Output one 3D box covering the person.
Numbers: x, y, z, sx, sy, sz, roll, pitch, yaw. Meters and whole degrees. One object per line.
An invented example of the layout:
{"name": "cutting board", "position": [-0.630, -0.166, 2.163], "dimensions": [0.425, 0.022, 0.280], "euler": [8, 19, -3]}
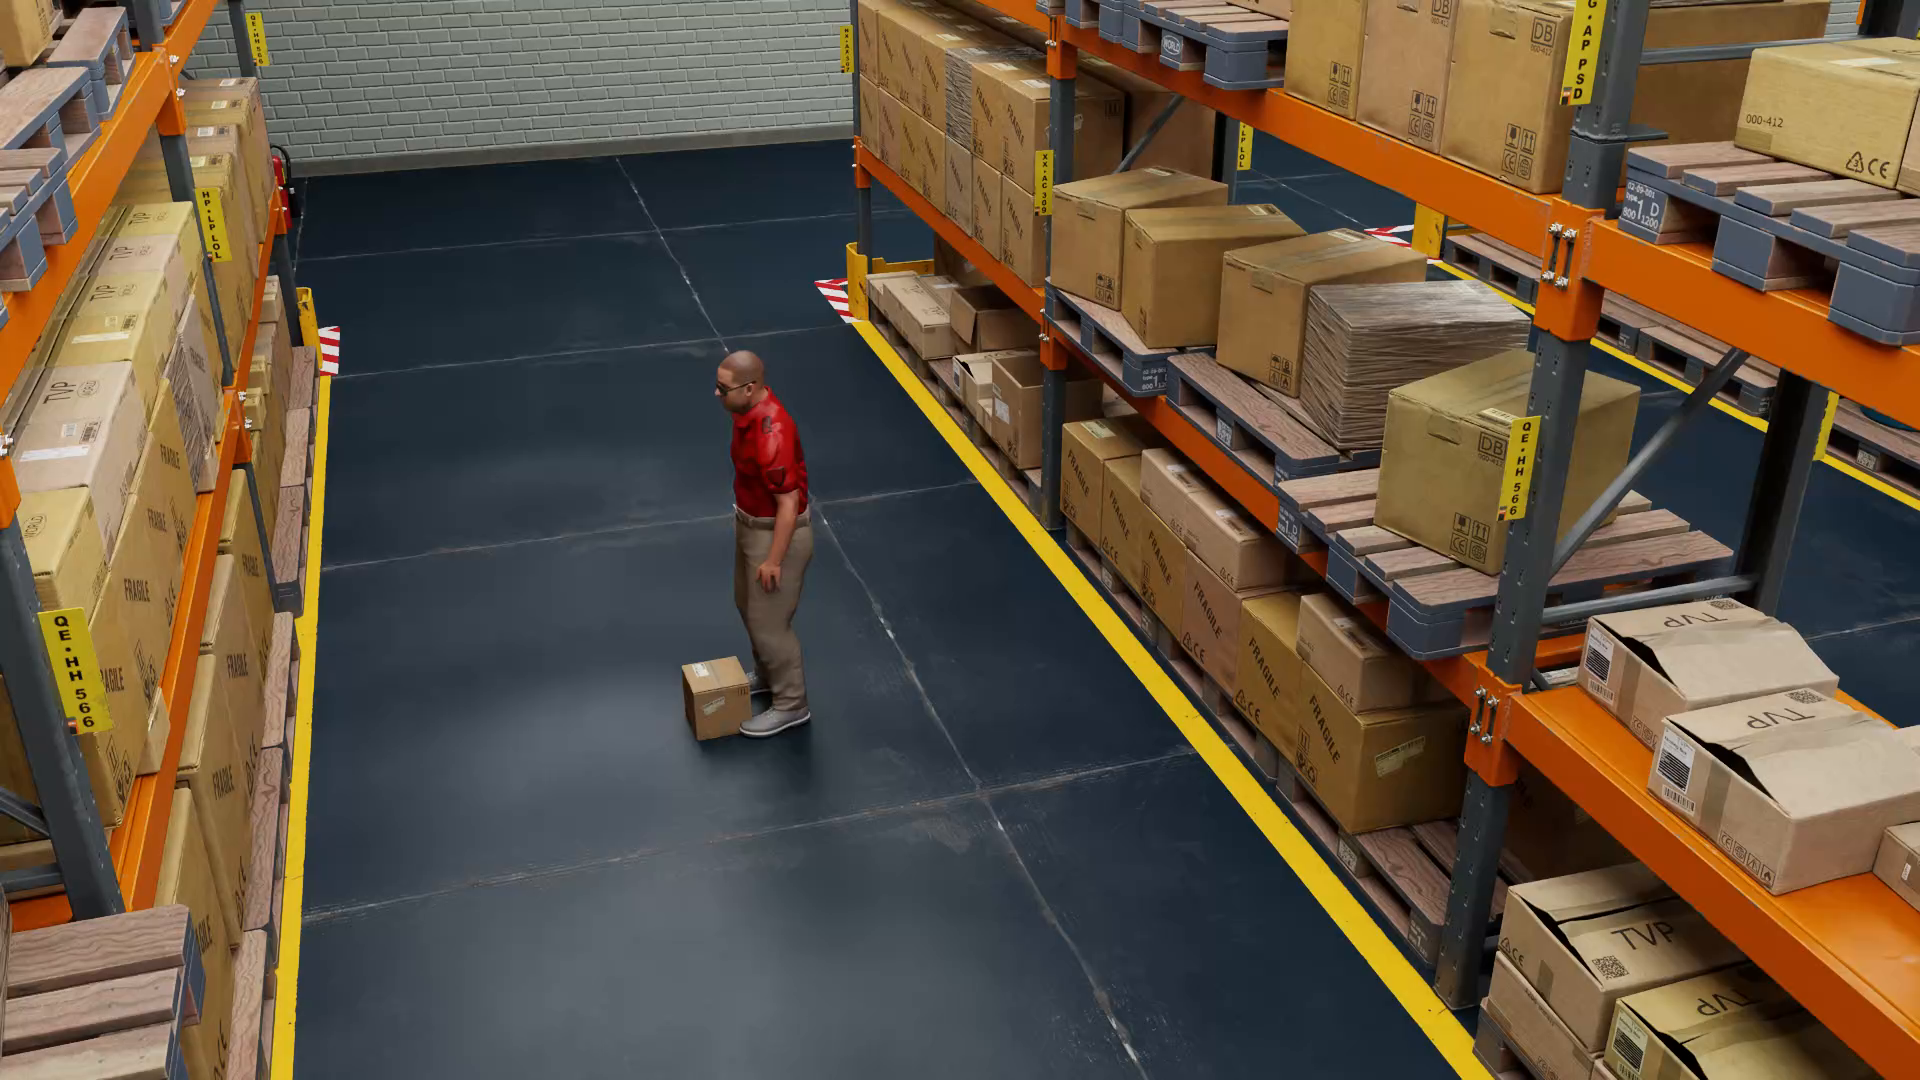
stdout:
{"name": "person", "position": [-0.840, -0.004, 7.138], "dimensions": [0.393, 1.726, 0.584], "euler": [-9, 27, -17]}
